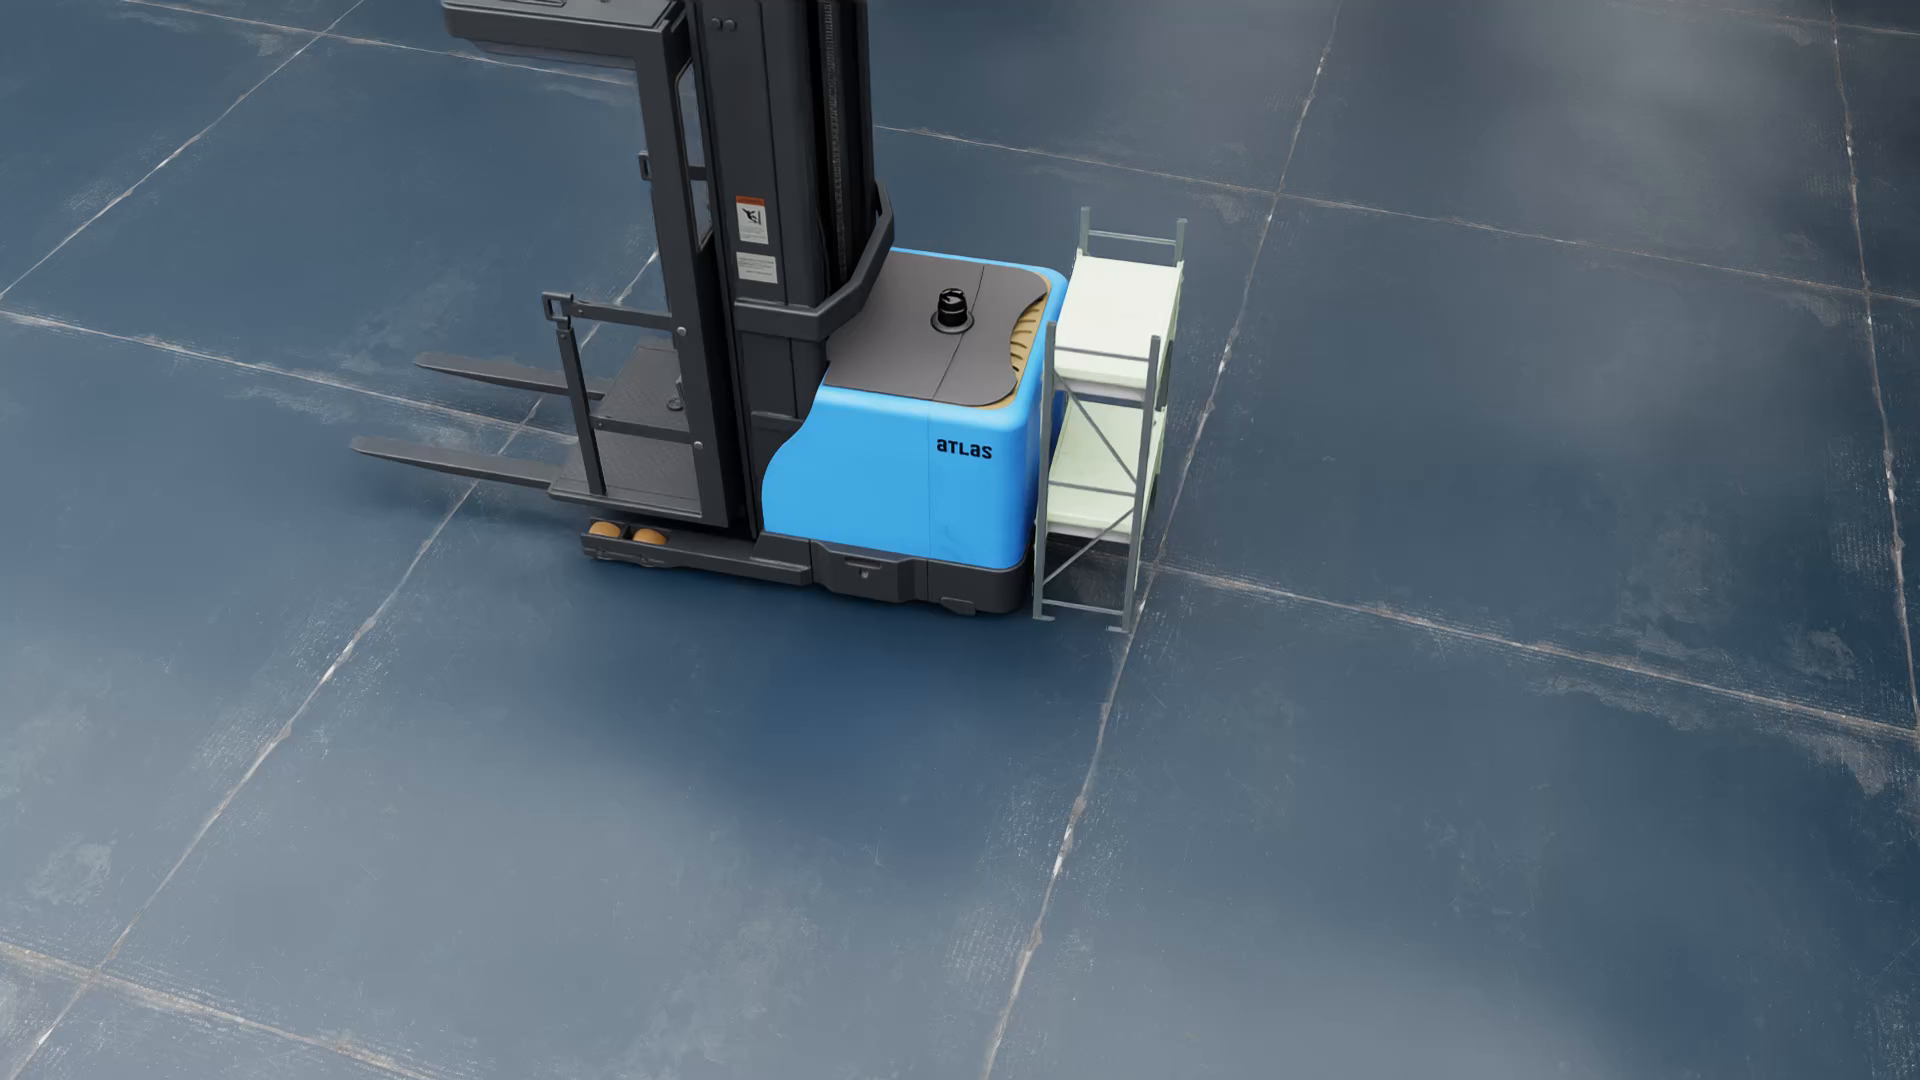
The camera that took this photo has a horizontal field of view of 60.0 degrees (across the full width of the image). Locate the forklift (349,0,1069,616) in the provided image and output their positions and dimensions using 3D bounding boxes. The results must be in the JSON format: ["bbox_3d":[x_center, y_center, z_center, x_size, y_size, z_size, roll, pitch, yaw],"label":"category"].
[{"bbox_3d":[-1.116,-1.282,6.363,3.031,2.935,1.130,9,45,9],"label":"forklift"}]

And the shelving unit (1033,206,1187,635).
[{"bbox_3d":[0.575,-0.440,6.526,0.431,1.500,0.755,9,45,9],"label":"shelving unit"}]

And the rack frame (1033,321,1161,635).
[{"bbox_3d":[0.496,-0.190,6.270,0.400,1.500,0.023,9,45,9],"label":"rack frame"}]

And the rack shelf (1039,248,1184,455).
[{"bbox_3d":[0.575,-0.718,6.253,0.431,0.370,0.720,9,45,9],"label":"rack shelf"}]

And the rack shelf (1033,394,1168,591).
[{"bbox_3d":[0.575,-0.207,6.754,0.431,0.370,0.720,9,45,9],"label":"rack shelf"}]

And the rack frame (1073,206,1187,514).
[{"bbox_3d":[0.655,-0.689,6.781,0.400,1.500,0.023,9,45,9],"label":"rack frame"}]
